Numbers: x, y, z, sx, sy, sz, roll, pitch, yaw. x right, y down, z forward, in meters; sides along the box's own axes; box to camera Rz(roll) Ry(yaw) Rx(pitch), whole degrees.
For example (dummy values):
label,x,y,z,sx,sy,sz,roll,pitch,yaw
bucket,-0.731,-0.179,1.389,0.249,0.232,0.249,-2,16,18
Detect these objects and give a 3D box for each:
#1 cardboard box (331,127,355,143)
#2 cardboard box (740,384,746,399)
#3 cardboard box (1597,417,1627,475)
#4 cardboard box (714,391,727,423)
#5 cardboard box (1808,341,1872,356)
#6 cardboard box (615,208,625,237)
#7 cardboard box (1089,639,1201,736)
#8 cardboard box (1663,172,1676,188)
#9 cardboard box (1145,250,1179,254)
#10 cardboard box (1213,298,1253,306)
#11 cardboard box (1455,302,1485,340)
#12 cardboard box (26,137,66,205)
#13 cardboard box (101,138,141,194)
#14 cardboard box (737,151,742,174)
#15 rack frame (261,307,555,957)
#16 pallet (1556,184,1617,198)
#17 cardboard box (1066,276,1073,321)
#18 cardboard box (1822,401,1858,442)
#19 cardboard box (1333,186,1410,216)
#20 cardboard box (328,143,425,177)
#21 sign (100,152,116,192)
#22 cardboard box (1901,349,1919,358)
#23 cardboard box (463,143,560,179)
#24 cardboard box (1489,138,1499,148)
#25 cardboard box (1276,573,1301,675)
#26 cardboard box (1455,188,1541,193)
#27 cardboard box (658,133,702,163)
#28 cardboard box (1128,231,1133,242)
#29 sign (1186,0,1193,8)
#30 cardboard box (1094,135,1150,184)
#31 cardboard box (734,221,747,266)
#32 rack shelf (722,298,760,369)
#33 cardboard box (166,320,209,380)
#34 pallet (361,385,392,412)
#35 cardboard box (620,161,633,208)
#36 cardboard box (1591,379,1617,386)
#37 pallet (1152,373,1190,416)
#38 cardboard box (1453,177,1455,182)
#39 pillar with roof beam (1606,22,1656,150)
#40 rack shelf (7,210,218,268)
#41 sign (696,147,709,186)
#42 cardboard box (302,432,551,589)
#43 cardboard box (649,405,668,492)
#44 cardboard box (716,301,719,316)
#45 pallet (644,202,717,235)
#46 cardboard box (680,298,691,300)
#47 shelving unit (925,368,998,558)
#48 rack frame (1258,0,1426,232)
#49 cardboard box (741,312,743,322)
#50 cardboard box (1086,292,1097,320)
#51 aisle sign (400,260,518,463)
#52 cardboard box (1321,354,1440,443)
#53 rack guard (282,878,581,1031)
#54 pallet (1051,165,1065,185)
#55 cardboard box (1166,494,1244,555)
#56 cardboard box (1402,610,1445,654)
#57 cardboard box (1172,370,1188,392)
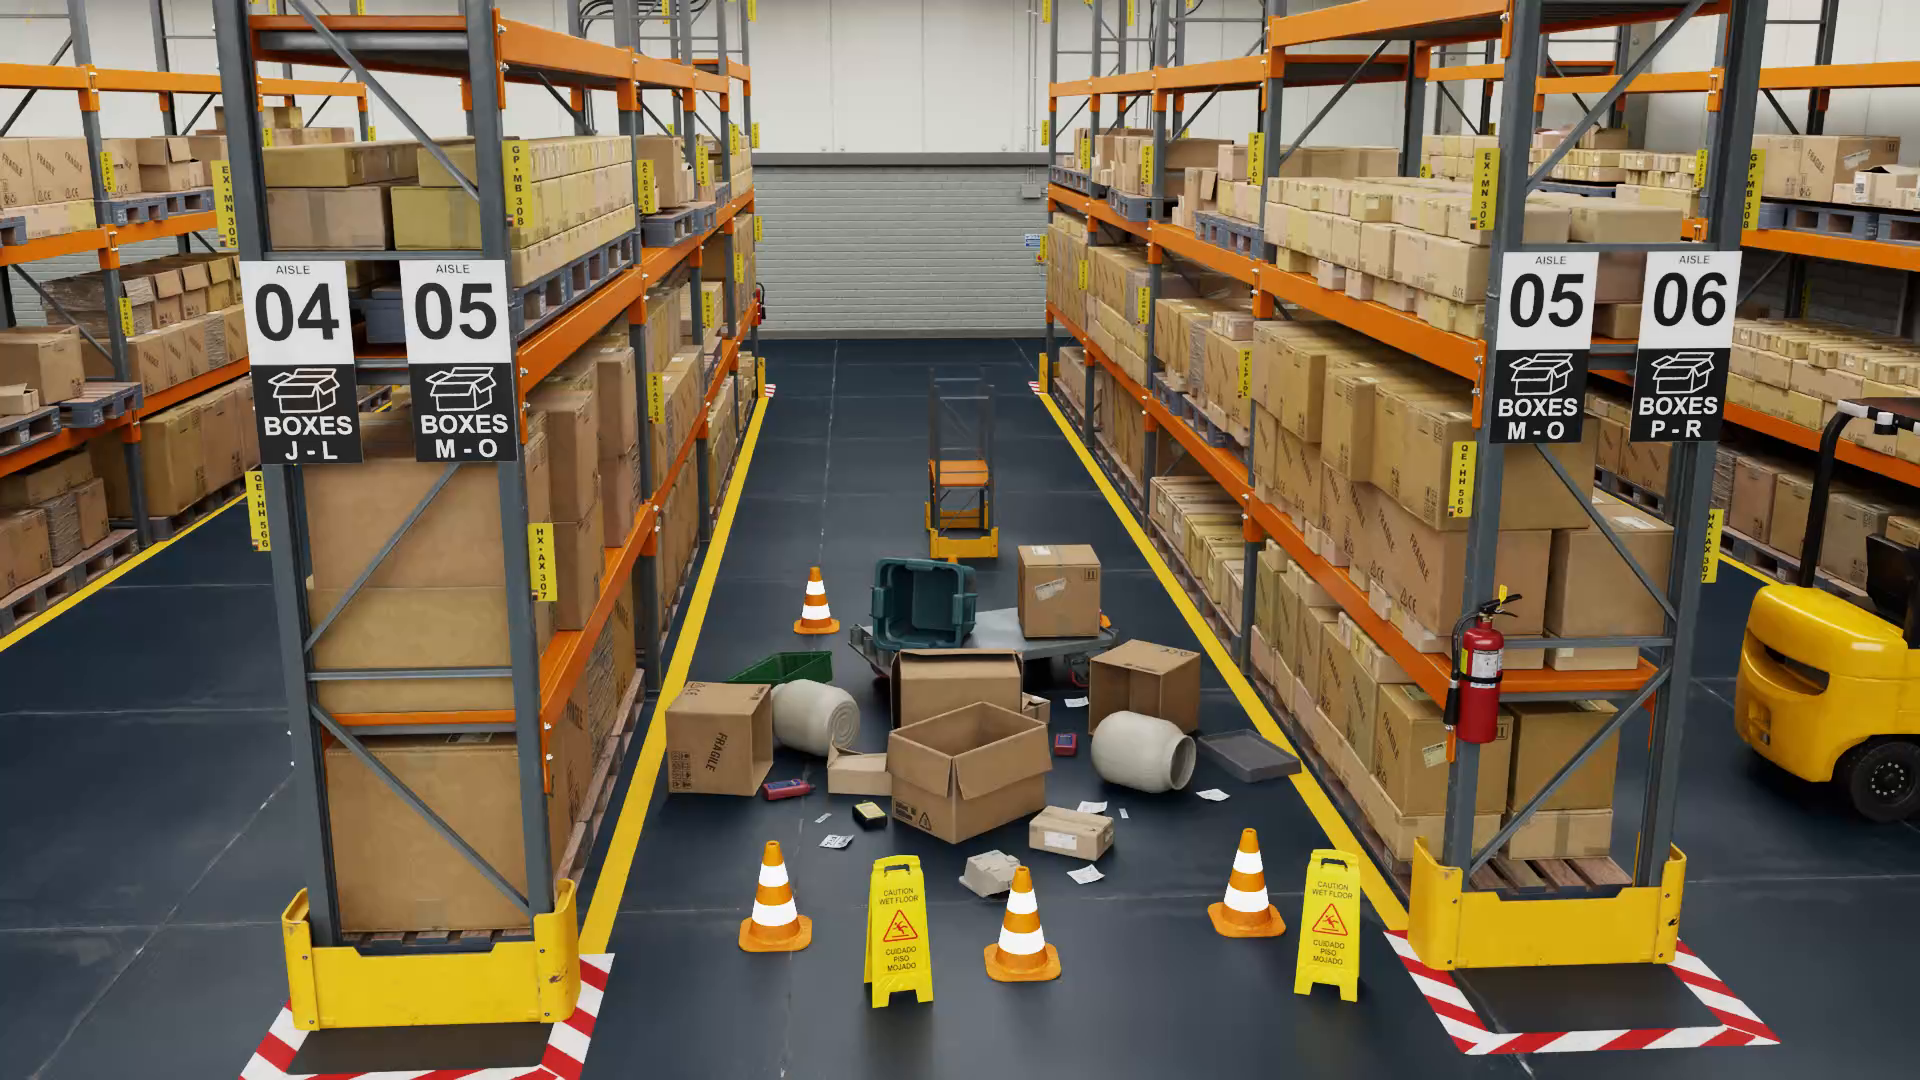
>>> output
label,x,y,z,sx,sy,sz,roll,pitch,yaw
cardboard box,-8.113,-4.997,21.163,0.700,0.500,0.500,-2,15,-7
cardboard box,-2.814,-1.812,20.331,0.380,0.149,0.250,-1,14,-4
cardboard box,6.845,-0.963,16.921,0.500,0.500,0.500,0,14,-1
cardboard box,-2.631,-1.344,16.900,0.500,0.250,0.500,-2,15,-6
cardboard box,7.070,-1.508,13.365,0.380,0.149,0.250,-1,14,-3
cardboard box,-2.124,-1.809,9.480,0.380,0.149,0.250,-1,14,-3
cardboard box,1.144,0.956,10.302,0.500,0.500,0.500,10,18,35
cardboard box,6.892,-3.401,15.707,0.380,0.149,0.250,-1,14,-2
cardboard box,2.258,-2.827,17.788,0.500,0.500,0.500,-1,14,-2
cardboard box,2.493,-1.823,14.450,0.500,0.500,0.500,-1,14,-5
cardboard box,2.382,-0.961,7.228,0.380,0.149,0.250,-1,14,-3
cardboard box,-7.382,-2.884,12.991,0.500,0.500,0.500,-1,14,-4
cardboard box,-7.954,-3.451,15.356,0.500,0.500,0.500,0,14,0
cardboard box,-2.828,-4.424,19.478,0.500,0.250,0.500,-1,14,-2
rack frame,-2.251,0.556,6.847,1.000,3.000,0.127,-1,14,-3
pallet,6.931,-3.548,17.155,1.213,0.211,1.003,-1,14,-3
cardboard box,1.573,-2.943,20.244,0.500,0.500,0.500,-1,14,-4
cardboard box,7.060,-0.916,12.867,0.500,0.250,0.500,-1,14,-3
cardboard box,2.265,-1.852,9.087,0.380,0.149,0.250,-1,14,-4
cardboard box,-2.672,-1.744,7.627,0.380,0.149,0.250,-1,14,-3
sign,-7.162,-3.094,13.973,0.100,0.325,0.005,-1,14,-3
cardboard box,7.555,-1.390,12.905,0.380,0.149,0.250,-1,14,-4
cardboard box,-2.000,-1.690,7.416,0.380,0.149,0.250,-1,14,-3
cardboard box,6.582,-4.622,19.652,0.500,0.250,0.500,-1,14,-4
cardboard box,2.247,0.508,10.202,0.500,0.500,0.500,0,14,-1
cardboard box,2.864,-1.798,8.880,0.380,0.149,0.250,-1,14,-3
cardboard box,-2.528,-3.539,15.004,0.396,0.266,0.258,-1,14,-3
cardboard box,2.147,-3.523,19.191,0.380,0.149,0.250,-1,14,-3
sign,2.481,-5.938,18.011,0.100,0.325,0.005,-1,14,-3
cardboard box,1.705,-4.011,17.533,0.500,0.500,0.500,-1,14,-4
cardboard box,-2.857,-3.604,20.208,0.500,0.500,0.500,-1,14,-5
rack shelf,-3.118,-2.578,20.469,1.077,0.370,4.000,-1,14,-3
cardboard box,-7.531,-1.812,15.847,0.500,0.500,0.500,-1,14,-4
pallet,-8.071,-1.824,21.692,1.003,0.211,1.213,-1,14,-3
cardboard box,-2.212,-2.097,9.796,0.500,0.250,0.500,-1,14,-4
cardboard box,7.249,-1.702,18.494,0.380,0.149,0.250,-1,14,-3
pallet,2.338,-1.267,14.316,1.213,0.211,1.003,-1,14,-3
cardboard box,6.488,-4.533,21.108,0.380,0.149,0.250,-1,14,-4
pillar with roof beam,3.453,-5.634,18.864,9.100,9.000,0.400,-1,14,-3
rack shelf,-7.827,-2.984,16.029,1.077,0.370,4.000,-1,14,-3
sign,-2.192,-3.182,14.157,0.100,0.325,0.005,-1,14,-3
cardboard box,-2.235,-0.133,7.055,0.875,0.550,0.550,-1,14,-3
cardboard box,-2.263,-0.623,11.226,0.500,0.500,0.500,-1,14,-3
cardboard box,-2.743,-2.431,17.521,0.380,0.149,0.250,0,14,-1
pallet,-2.654,-2.636,13.611,1.213,0.211,1.003,0,14,-1
cardboard box,-2.677,-2.311,16.455,0.380,0.149,0.250,-1,14,-4
shelving unit,0.005,-0.707,14.766,0.587,1.500,1.083,-1,14,-3
rack frame,2.435,-3.446,10.361,1.000,3.000,0.127,-1,14,-3
cardboard box,-2.816,-2.709,20.041,0.380,0.149,0.250,0,14,-1
cardboard box,1.686,-2.586,18.355,0.500,0.250,0.500,-1,14,-5
aisle sign,-1.947,-0.690,6.473,0.394,0.787,0.004,-1,14,-3
cardboard box,2.383,-0.724,9.016,0.700,0.500,0.500,-1,14,-4
rack guard,-2.249,1.772,7.136,1.175,0.500,0.348,-1,14,-3
pallet,1.748,-4.751,21.628,1.003,0.211,1.213,-1,14,-3
cardboard box,2.266,-0.142,13.990,0.950,0.372,0.625,-1,14,-5
cardboard box,2.320,0.425,7.860,0.380,0.149,0.250,-1,14,-4
cardboard box,1.974,-1.325,13.819,0.380,0.149,0.250,-1,14,-3
